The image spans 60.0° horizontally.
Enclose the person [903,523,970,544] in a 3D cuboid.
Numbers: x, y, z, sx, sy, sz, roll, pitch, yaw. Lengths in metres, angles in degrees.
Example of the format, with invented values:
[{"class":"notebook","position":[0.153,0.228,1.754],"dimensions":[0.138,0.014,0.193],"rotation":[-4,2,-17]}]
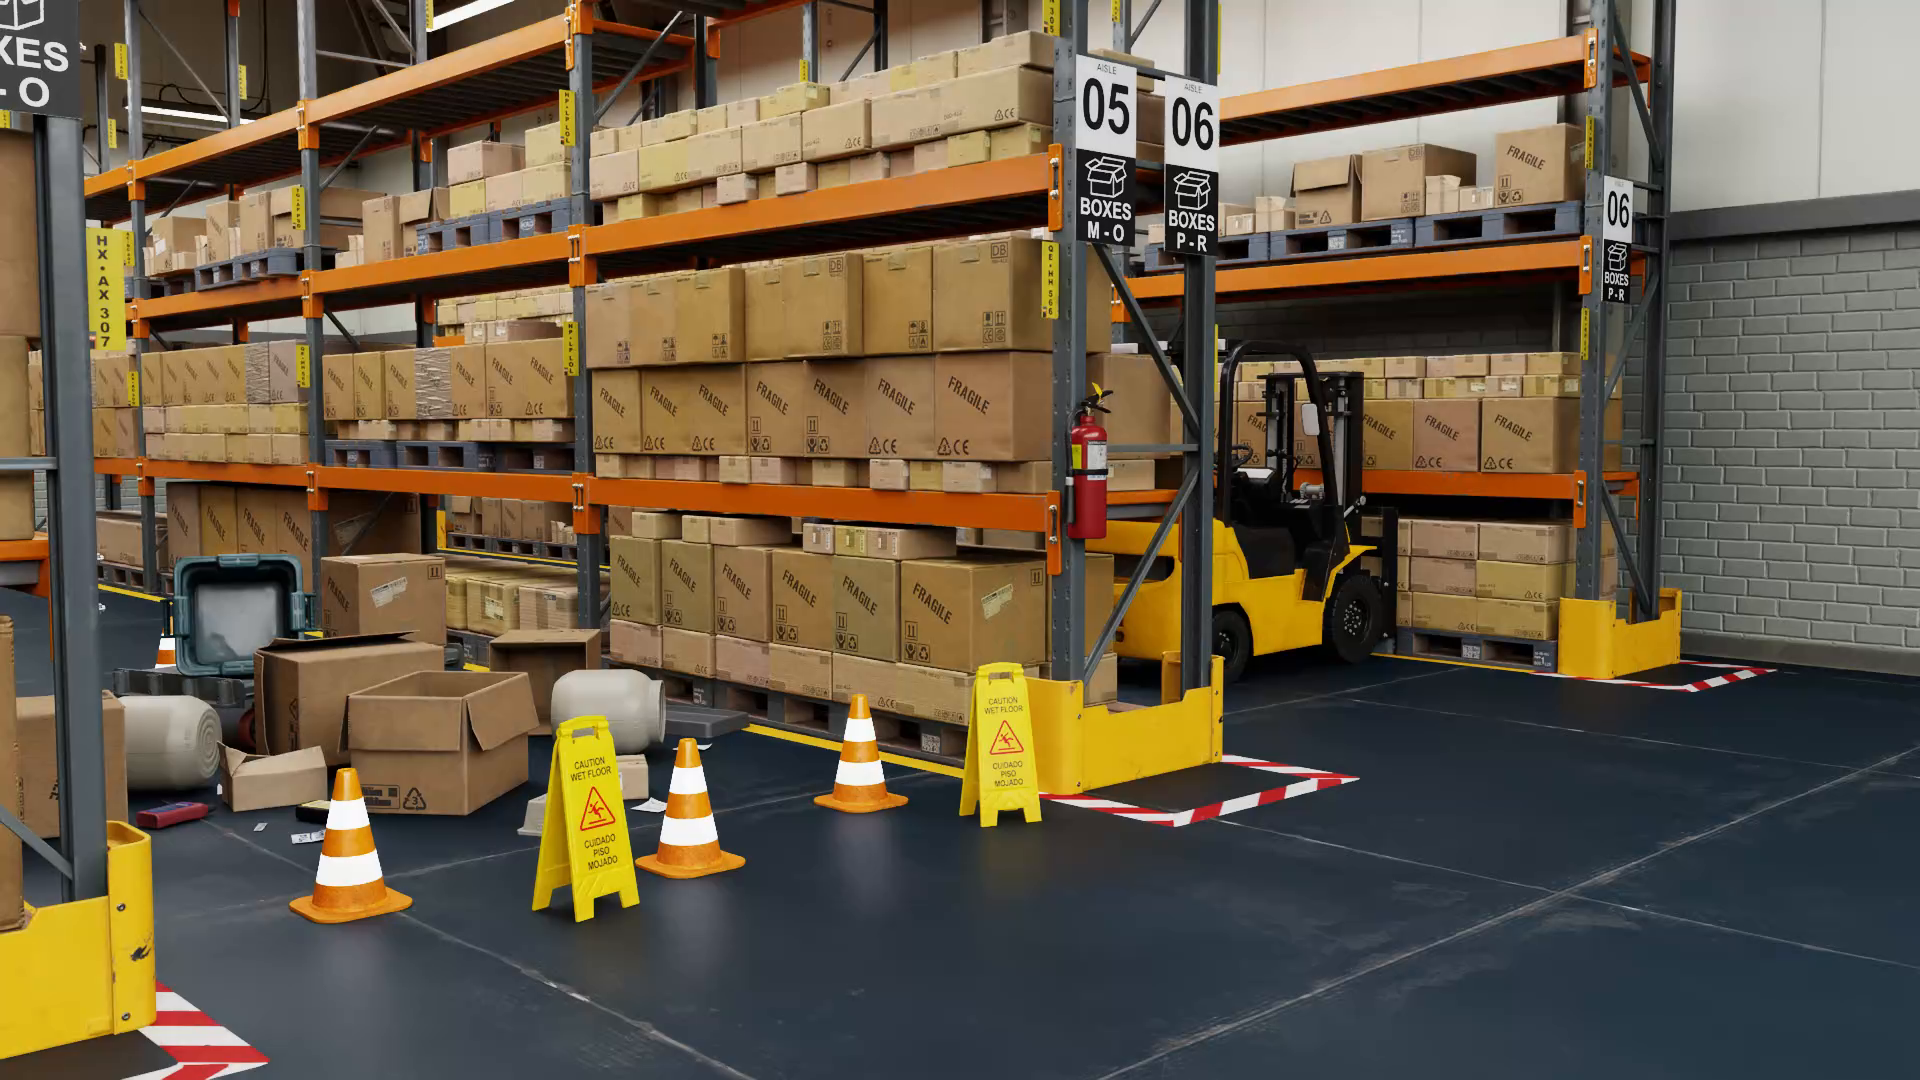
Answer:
[{"class":"person","position":[-0.155,-0.054,11.369],"dimensions":[0.497,1.784,0.577],"rotation":[1,4,17]}]
